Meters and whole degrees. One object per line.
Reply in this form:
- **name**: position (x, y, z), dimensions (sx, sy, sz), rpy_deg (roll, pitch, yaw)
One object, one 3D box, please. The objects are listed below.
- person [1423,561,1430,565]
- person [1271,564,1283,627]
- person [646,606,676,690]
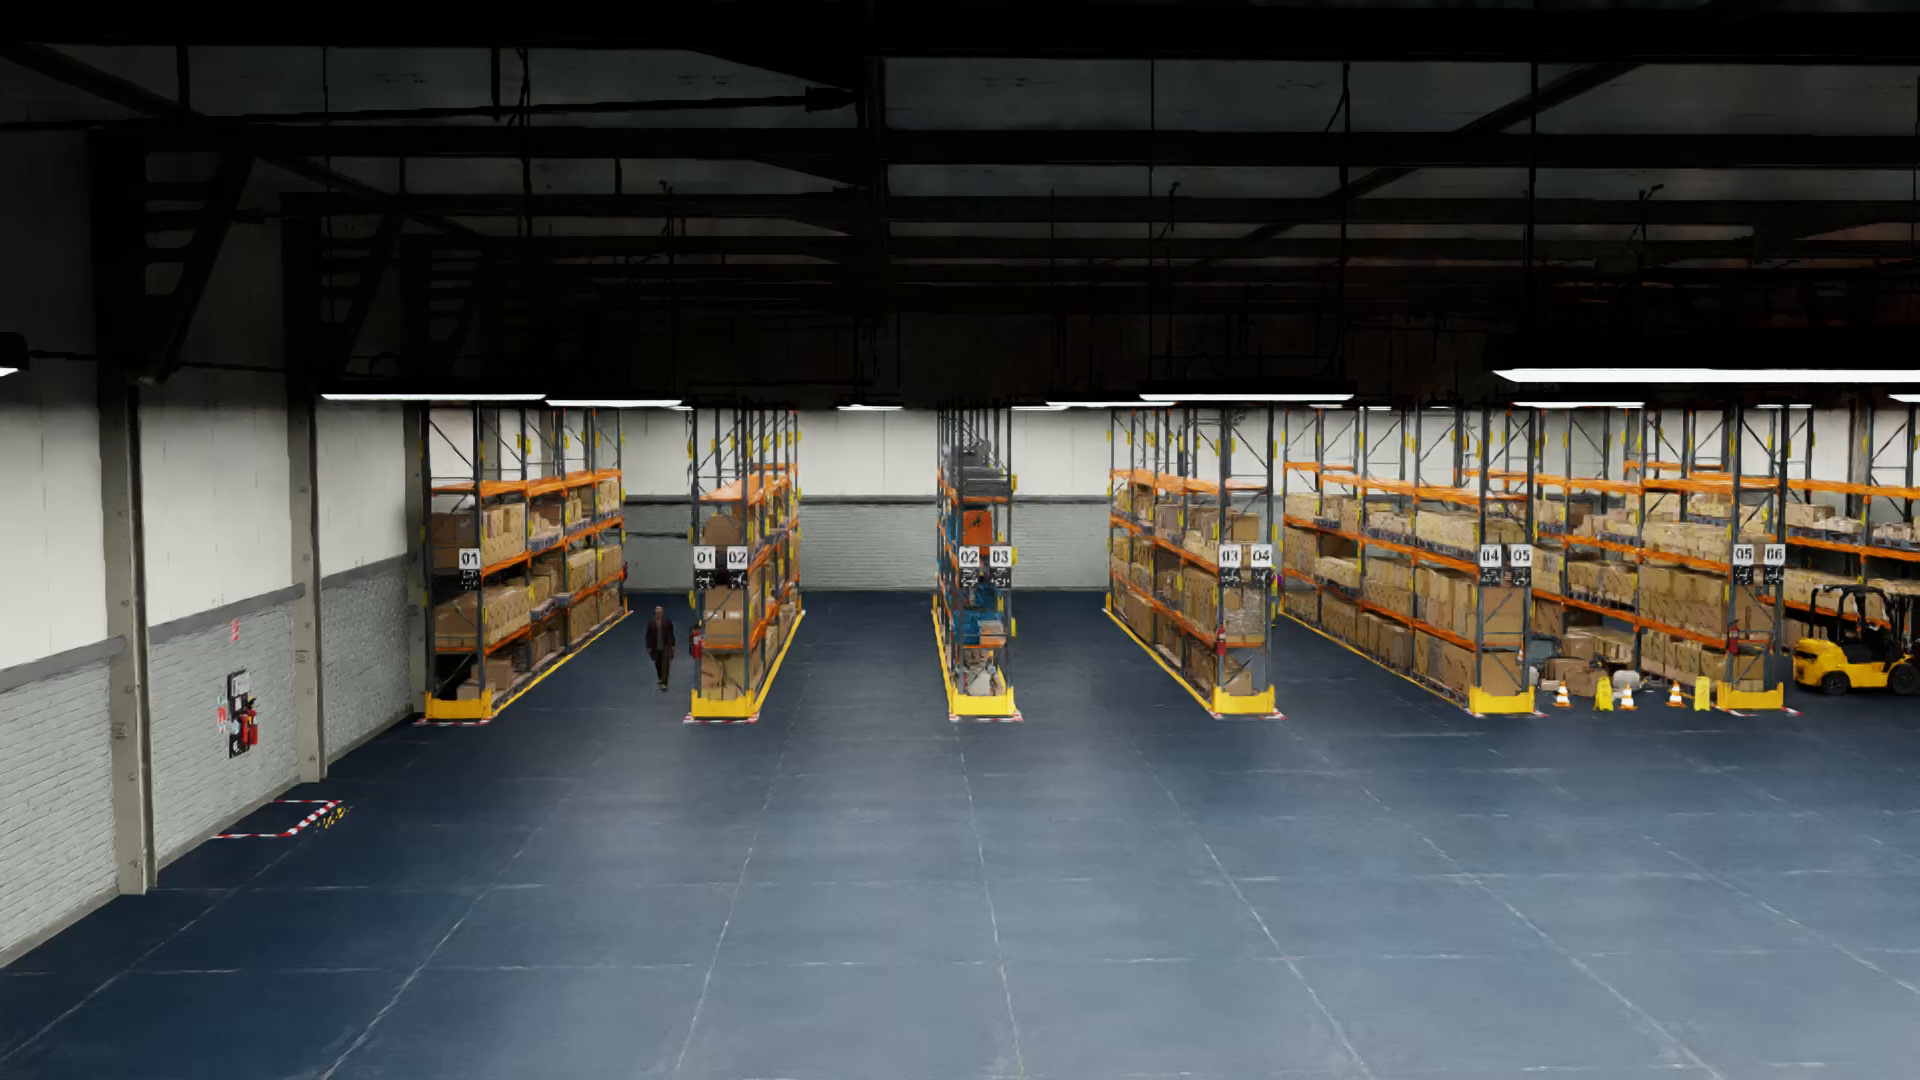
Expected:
- **person**: position (12.173, 1.446, 43.570), dimensions (0.409, 1.788, 0.666), rpy_deg (-2, 5, -24)
- **person**: position (8.211, 1.469, 44.109), dimensions (0.719, 1.714, 0.578), rpy_deg (0, 4, -4)
- **person**: position (-6.203, 2.202, 34.300), dimensions (0.575, 1.696, 1.175), rpy_deg (0, 4, 0)
